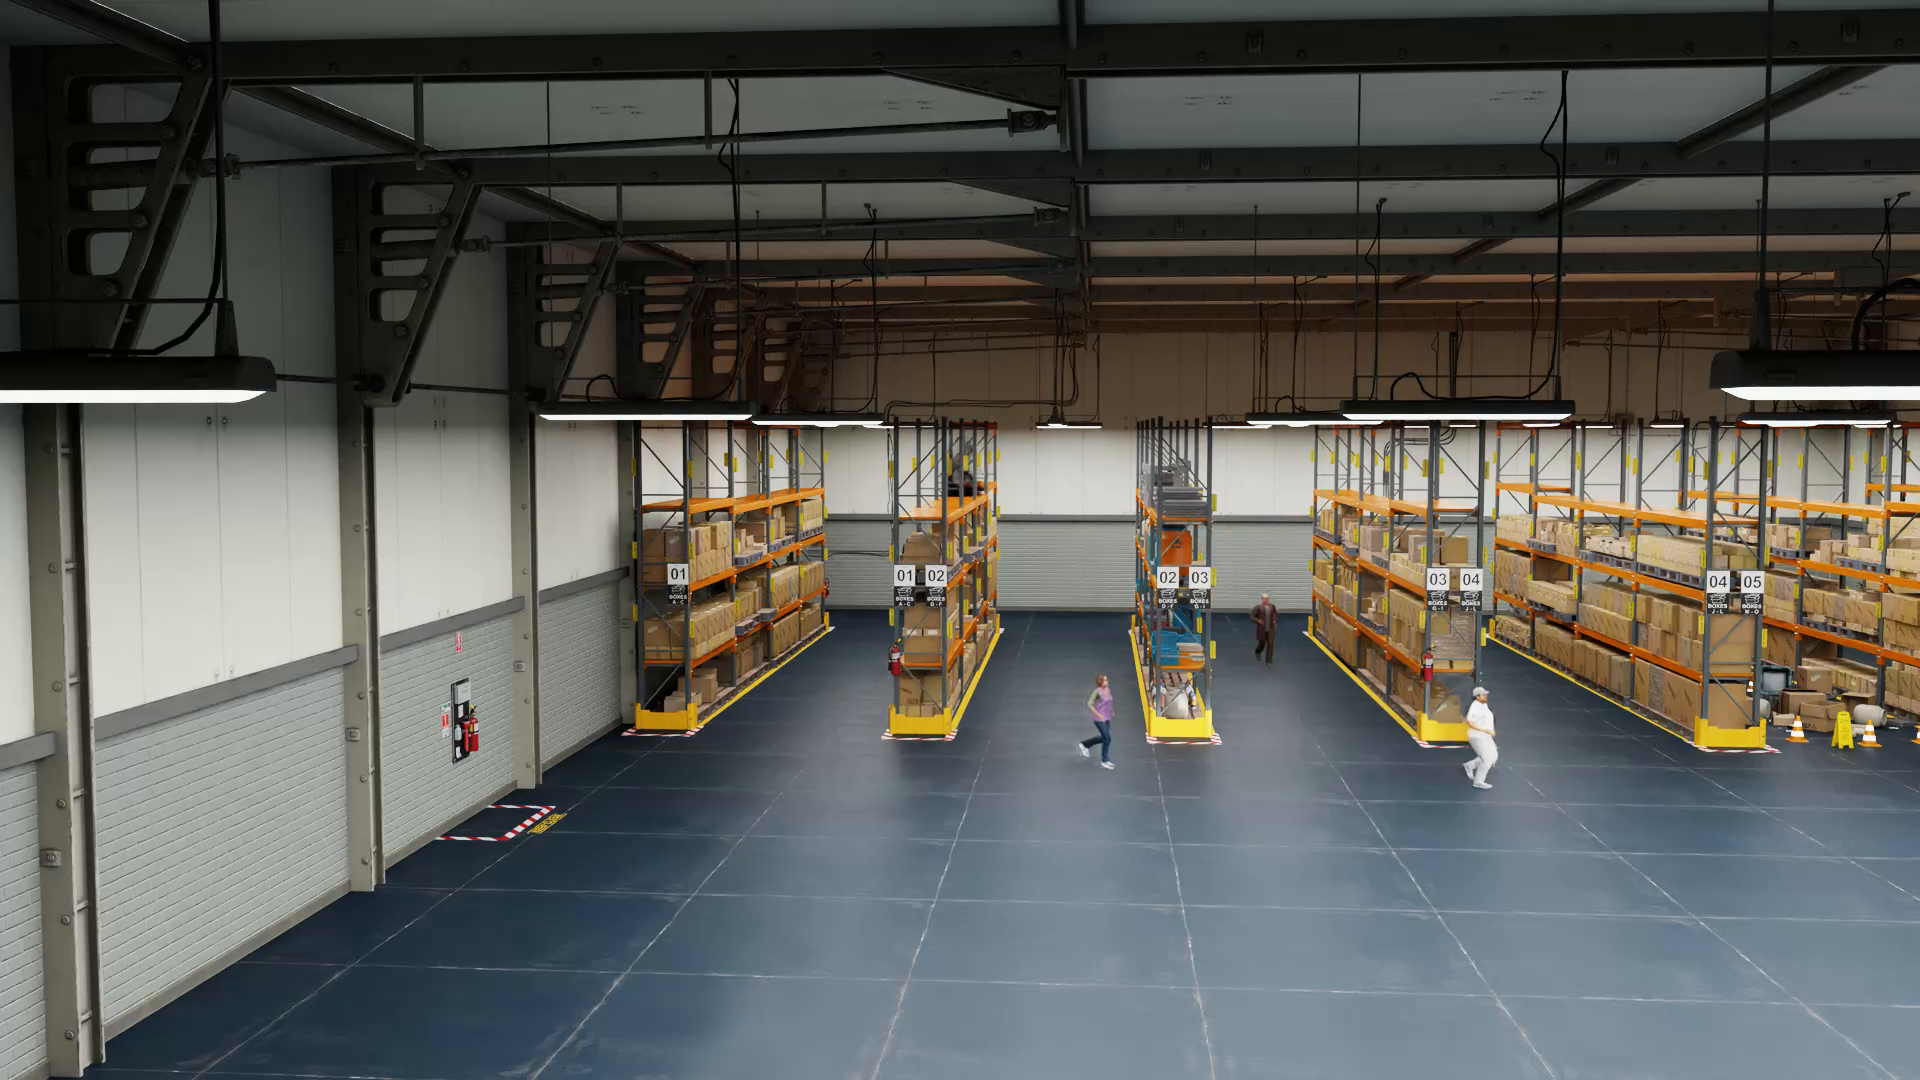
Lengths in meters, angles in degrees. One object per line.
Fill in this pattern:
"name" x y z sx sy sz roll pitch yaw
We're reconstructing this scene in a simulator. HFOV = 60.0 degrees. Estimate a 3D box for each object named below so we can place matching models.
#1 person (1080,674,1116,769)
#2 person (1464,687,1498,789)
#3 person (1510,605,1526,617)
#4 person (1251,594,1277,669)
"person" 2.345 3.078 28.378 0.723 1.591 0.508 3 5 36
"person" 8.362 3.168 26.730 0.555 1.616 0.604 3 5 36
"person" 16.029 1.738 47.523 0.615 1.737 0.671 0 4 4
"person" 7.428 2.207 40.485 0.710 1.771 1.005 0 4 -7
